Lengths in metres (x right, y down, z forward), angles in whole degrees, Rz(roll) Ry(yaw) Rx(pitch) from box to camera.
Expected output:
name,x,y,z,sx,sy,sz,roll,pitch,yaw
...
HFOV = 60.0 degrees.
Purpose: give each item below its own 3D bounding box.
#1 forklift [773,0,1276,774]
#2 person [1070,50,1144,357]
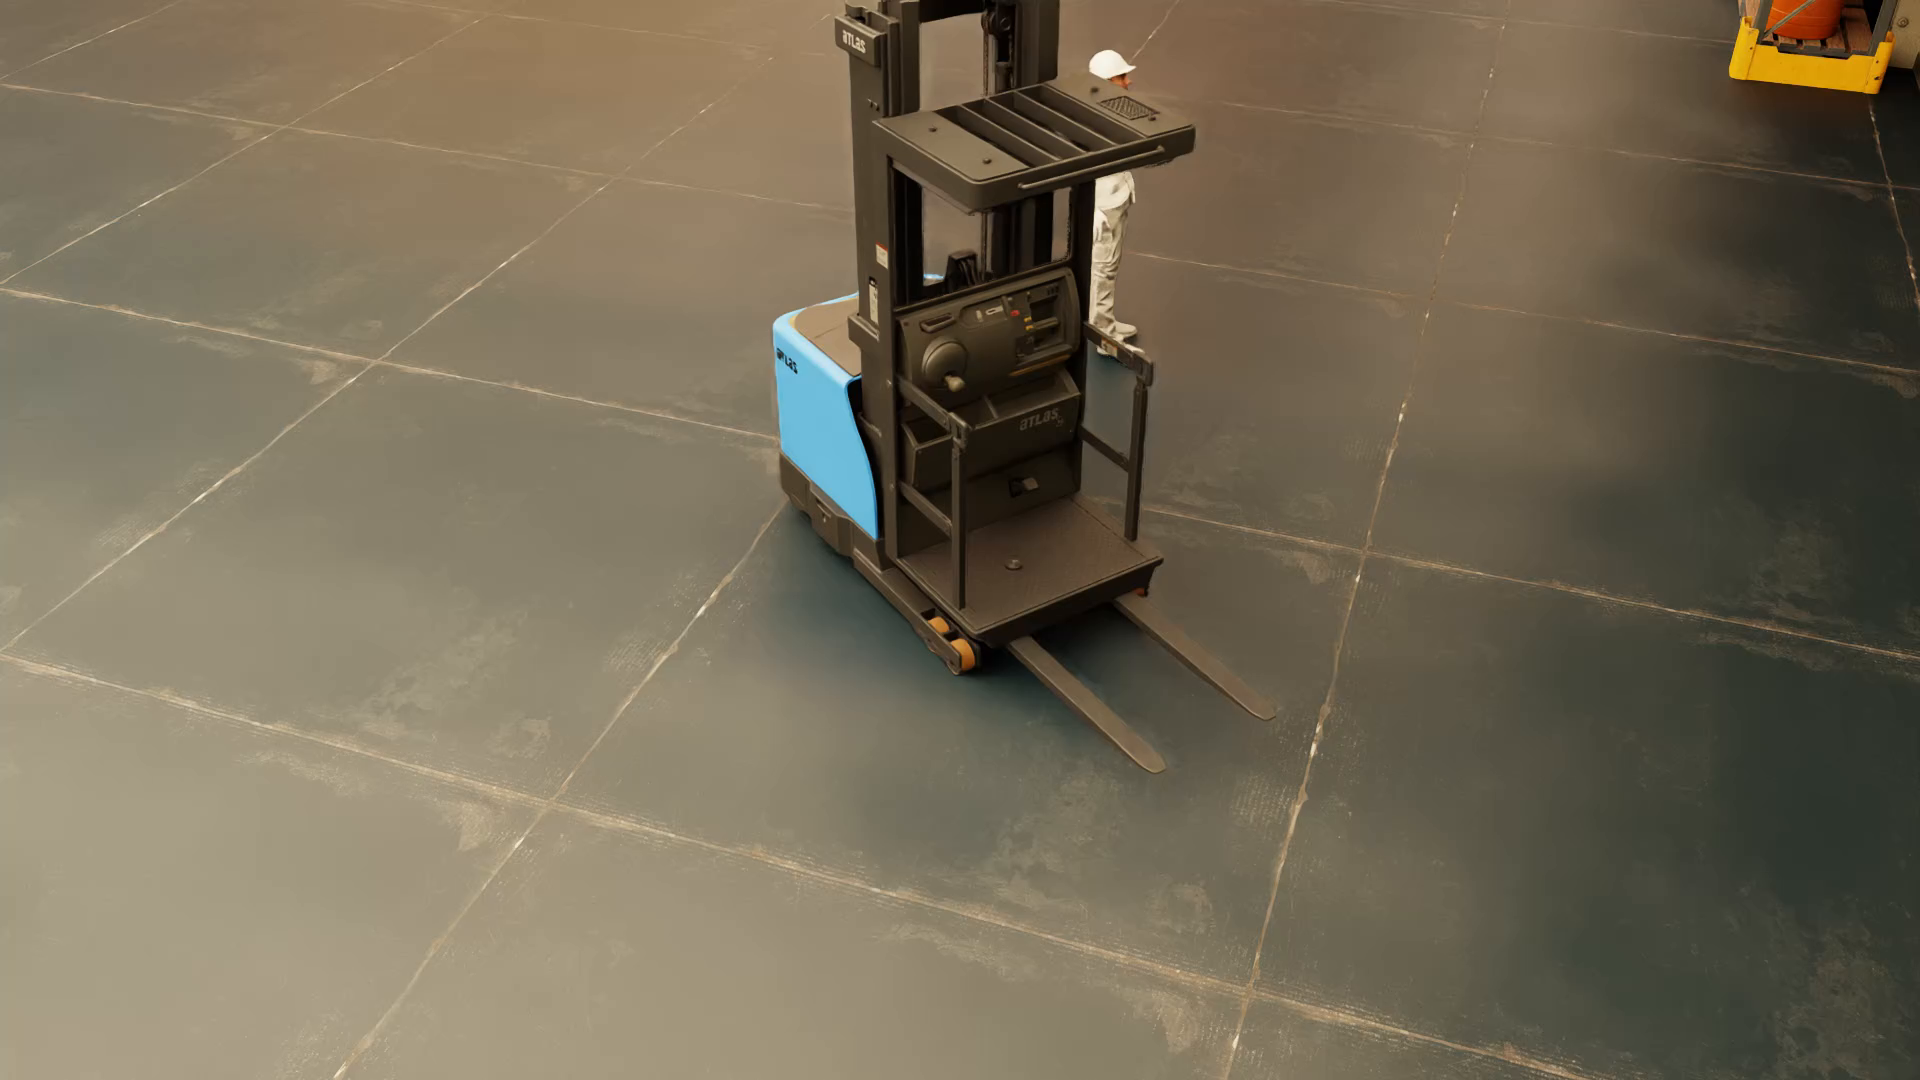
name,x,y,z,sx,sy,sz,roll,pitch,yaw
forklift,0.265,-0.883,7.356,1.130,2.935,3.031,-21,40,-26
person,0.942,-2.006,9.925,0.576,1.786,0.672,13,37,17
